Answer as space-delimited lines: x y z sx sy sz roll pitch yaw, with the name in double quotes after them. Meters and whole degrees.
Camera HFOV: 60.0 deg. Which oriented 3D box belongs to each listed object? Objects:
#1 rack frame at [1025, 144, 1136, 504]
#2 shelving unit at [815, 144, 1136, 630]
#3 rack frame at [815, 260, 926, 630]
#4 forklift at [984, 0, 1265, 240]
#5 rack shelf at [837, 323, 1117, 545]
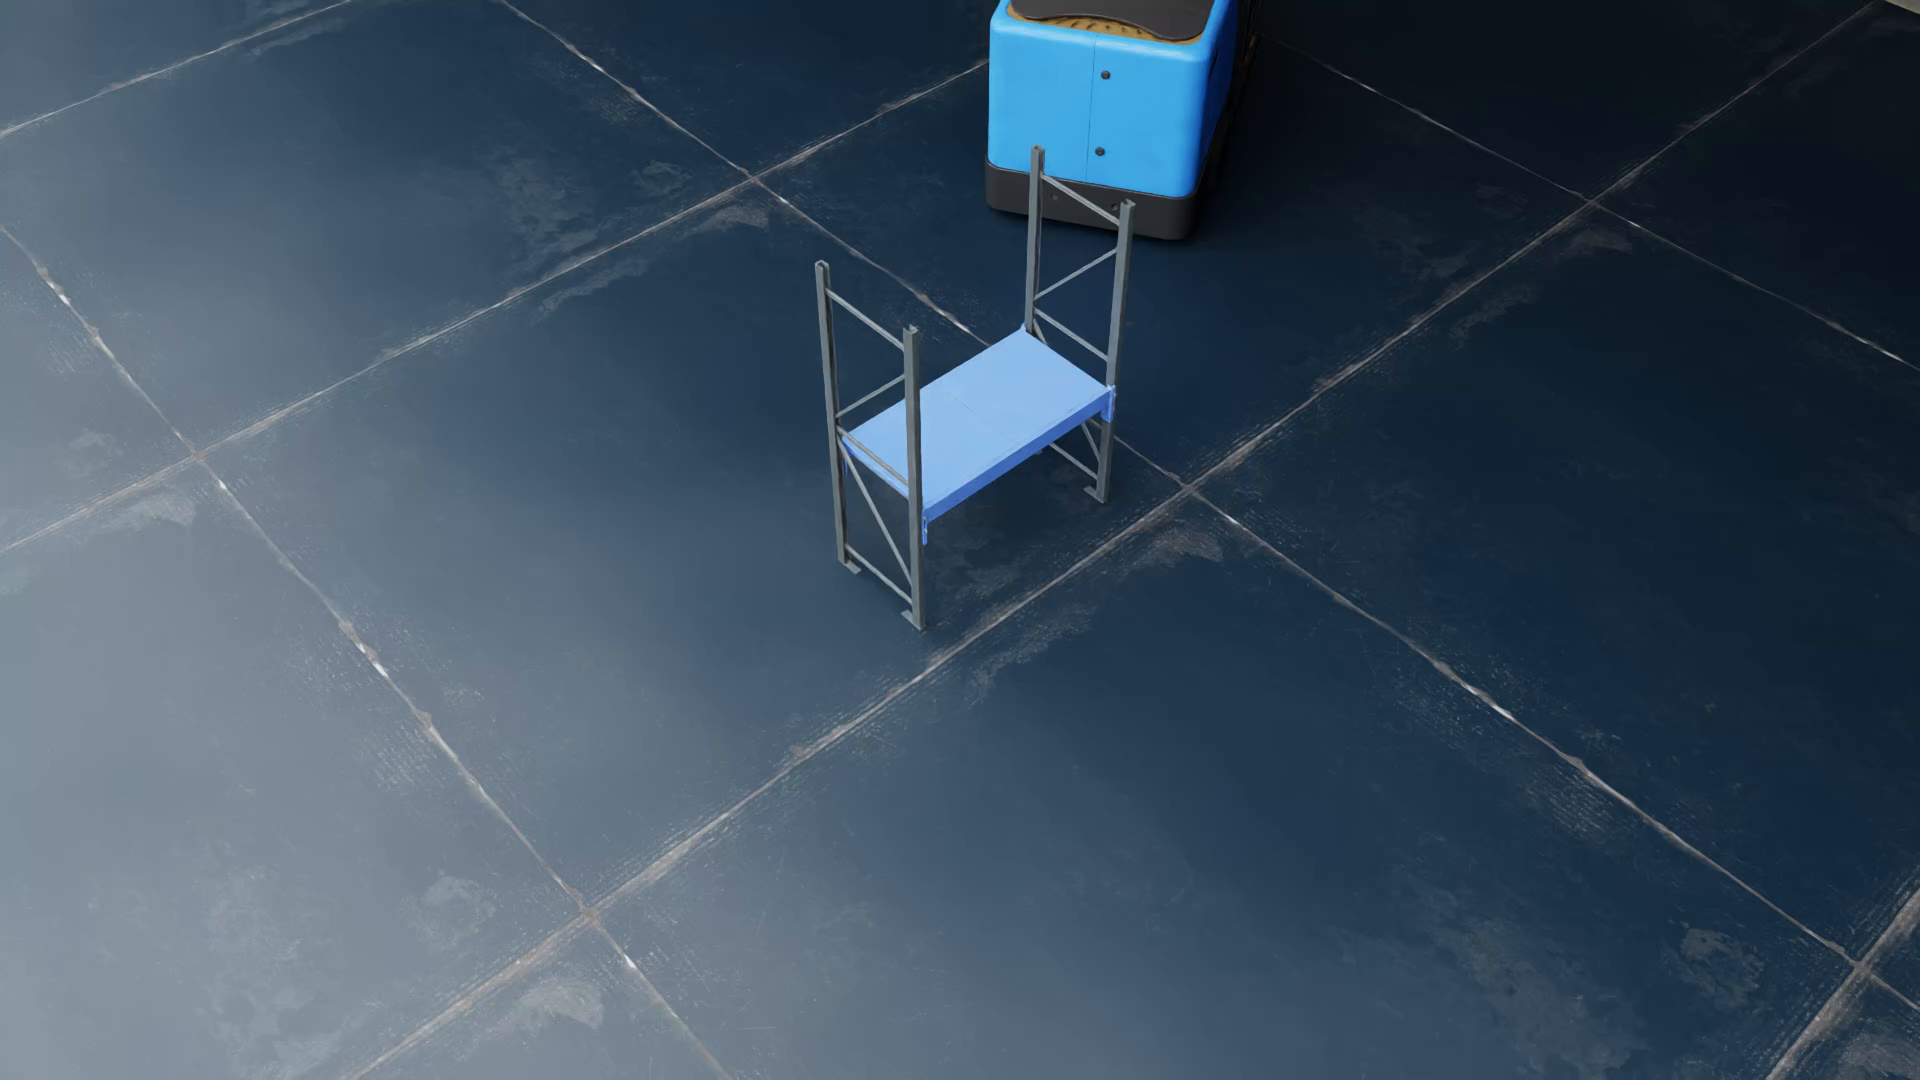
0.439 -0.802 6.523 0.032 1.500 0.500 -34 56 -27 "rack frame"
0.063 -0.551 6.291 1.048 1.500 0.538 -34 56 -27 "shelving unit"
-0.313 -0.299 6.059 0.032 1.500 0.500 -34 56 -27 "rack frame"
1.028 -3.553 8.087 1.130 2.935 3.031 12 48 11 "forklift"
0.063 -0.429 6.423 1.000 0.185 0.538 -34 56 -27 "rack shelf"
